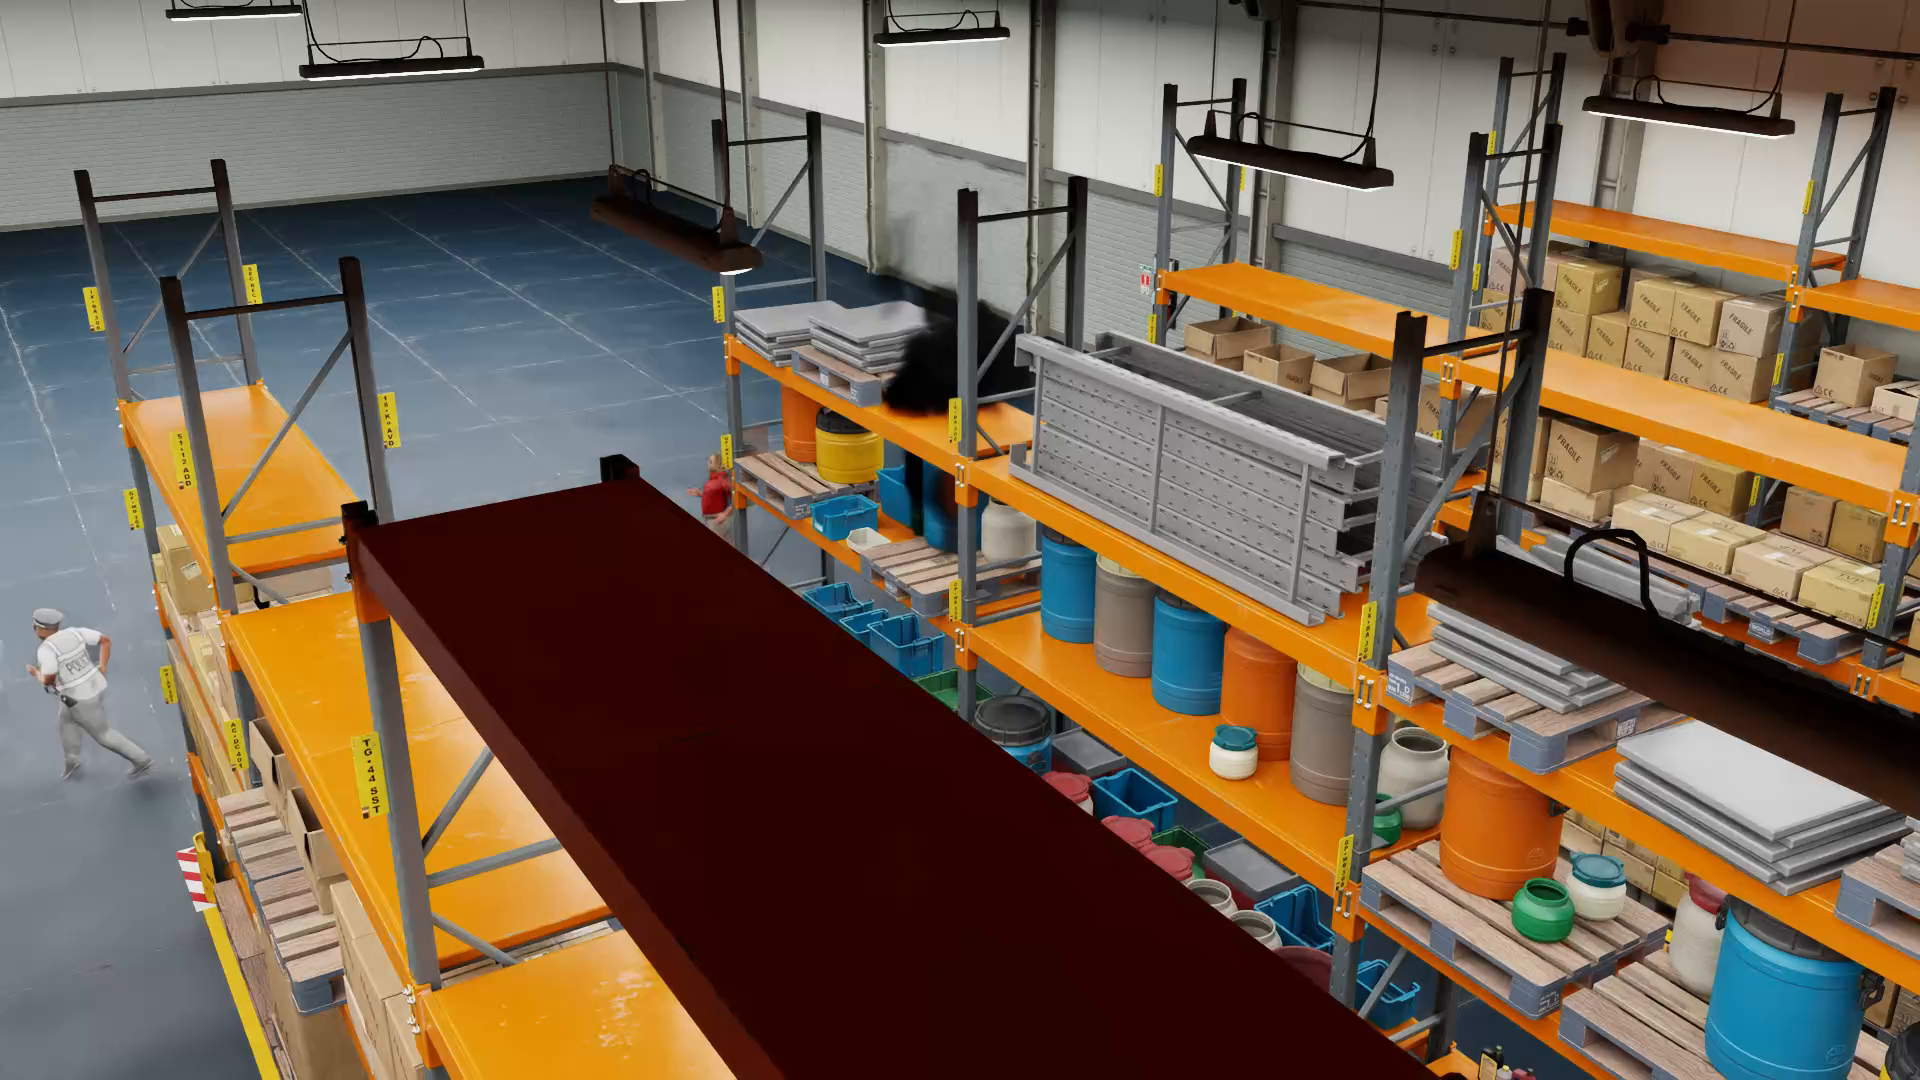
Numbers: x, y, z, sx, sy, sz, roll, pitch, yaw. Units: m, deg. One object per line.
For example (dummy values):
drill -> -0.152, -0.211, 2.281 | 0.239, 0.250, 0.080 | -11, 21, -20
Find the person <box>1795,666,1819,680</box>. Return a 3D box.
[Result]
person -> 7.328, 1.825, 14.655 | 0.588, 1.623, 0.834 | -14, 26, -31

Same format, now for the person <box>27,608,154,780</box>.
person -> -8.062, 1.483, 15.410 | 0.990, 1.801, 0.657 | 0, 22, 0

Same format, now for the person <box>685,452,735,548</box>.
person -> -2.829, -0.171, 19.529 | 0.748, 1.797, 0.640 | -2, 22, -6
